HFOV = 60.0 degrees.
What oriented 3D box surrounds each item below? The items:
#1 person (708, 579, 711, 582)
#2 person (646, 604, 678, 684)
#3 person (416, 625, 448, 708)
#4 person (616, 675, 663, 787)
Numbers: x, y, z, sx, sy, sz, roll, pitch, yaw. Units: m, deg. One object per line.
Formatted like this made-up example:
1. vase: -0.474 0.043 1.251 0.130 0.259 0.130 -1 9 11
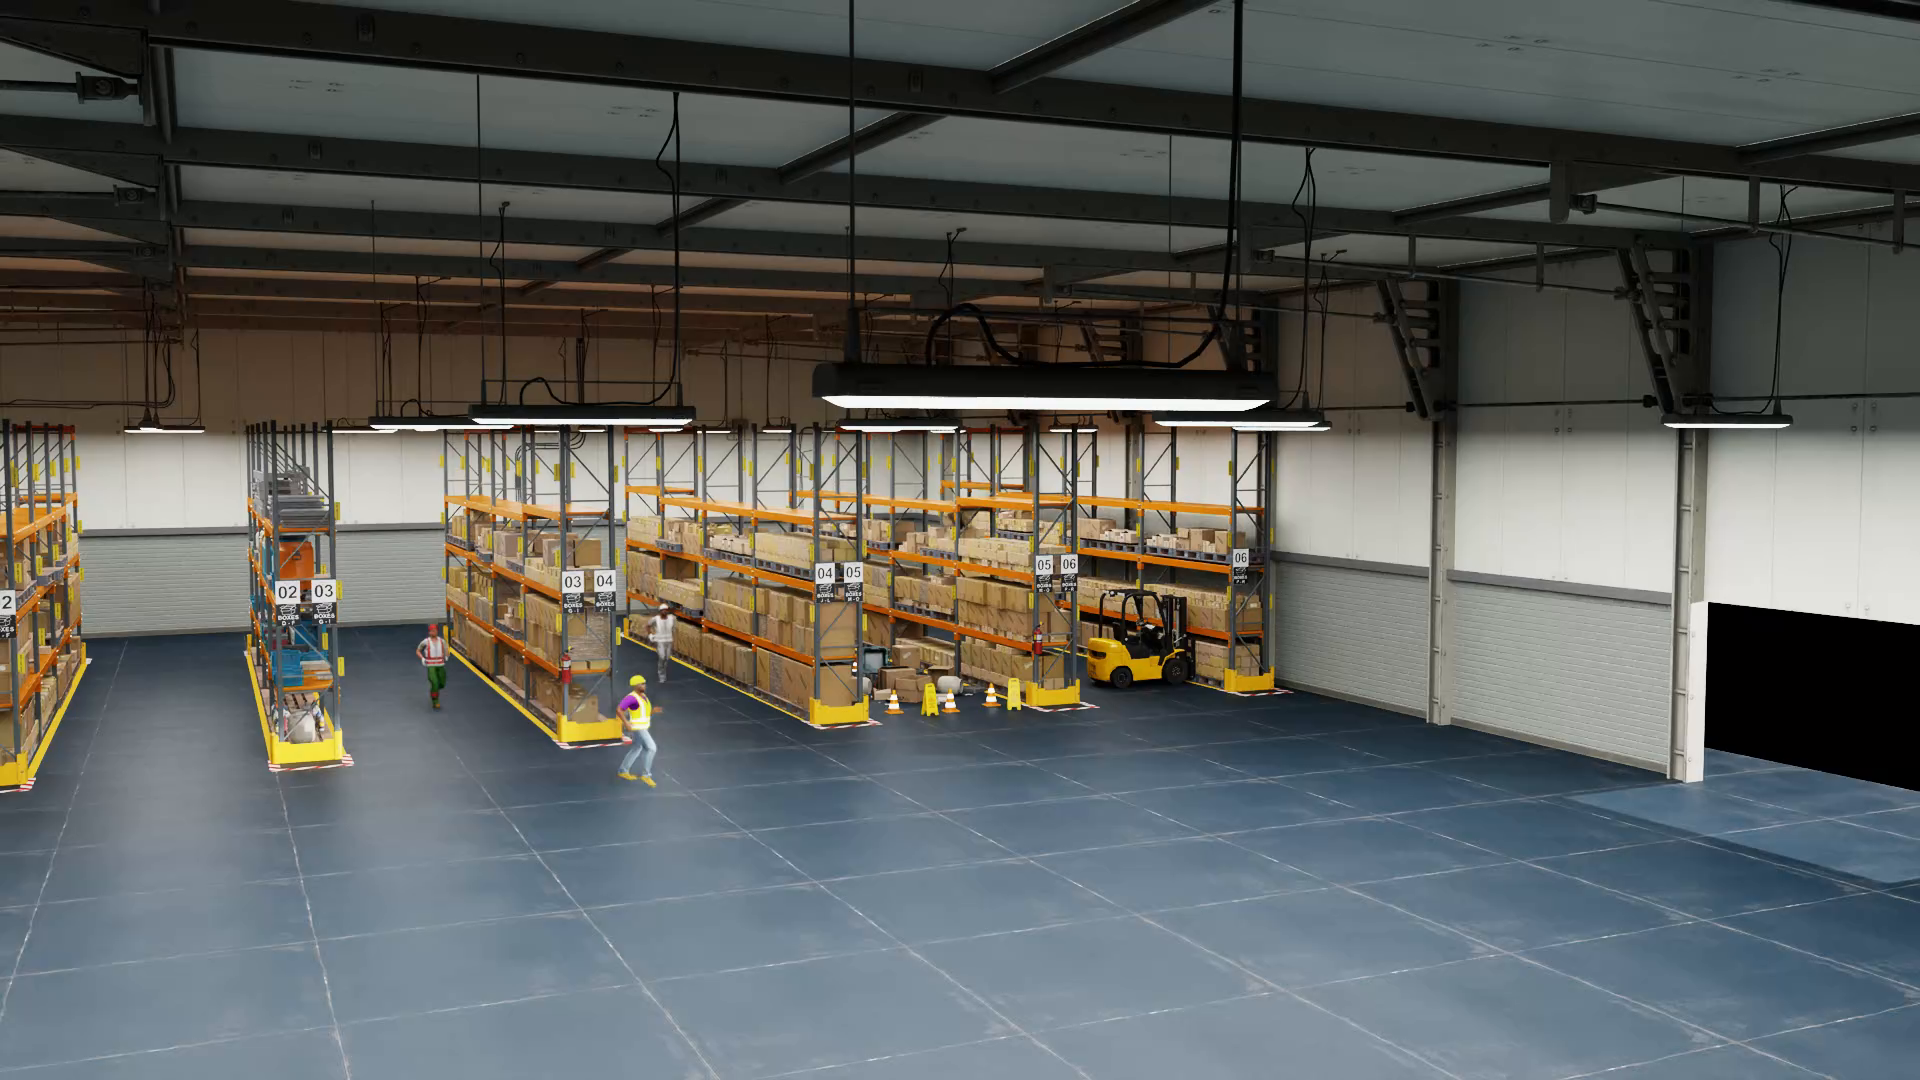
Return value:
1. person: -7.129 1.944 47.574 0.530 1.636 0.793 -2 4 -32
2. person: -6.894 2.412 38.738 0.670 1.843 0.760 -2 4 -31
3. person: -11.112 2.656 35.113 0.661 1.746 0.767 -3 4 -37
4. person: -5.264 3.133 27.293 0.766 1.828 0.669 0 4 2
